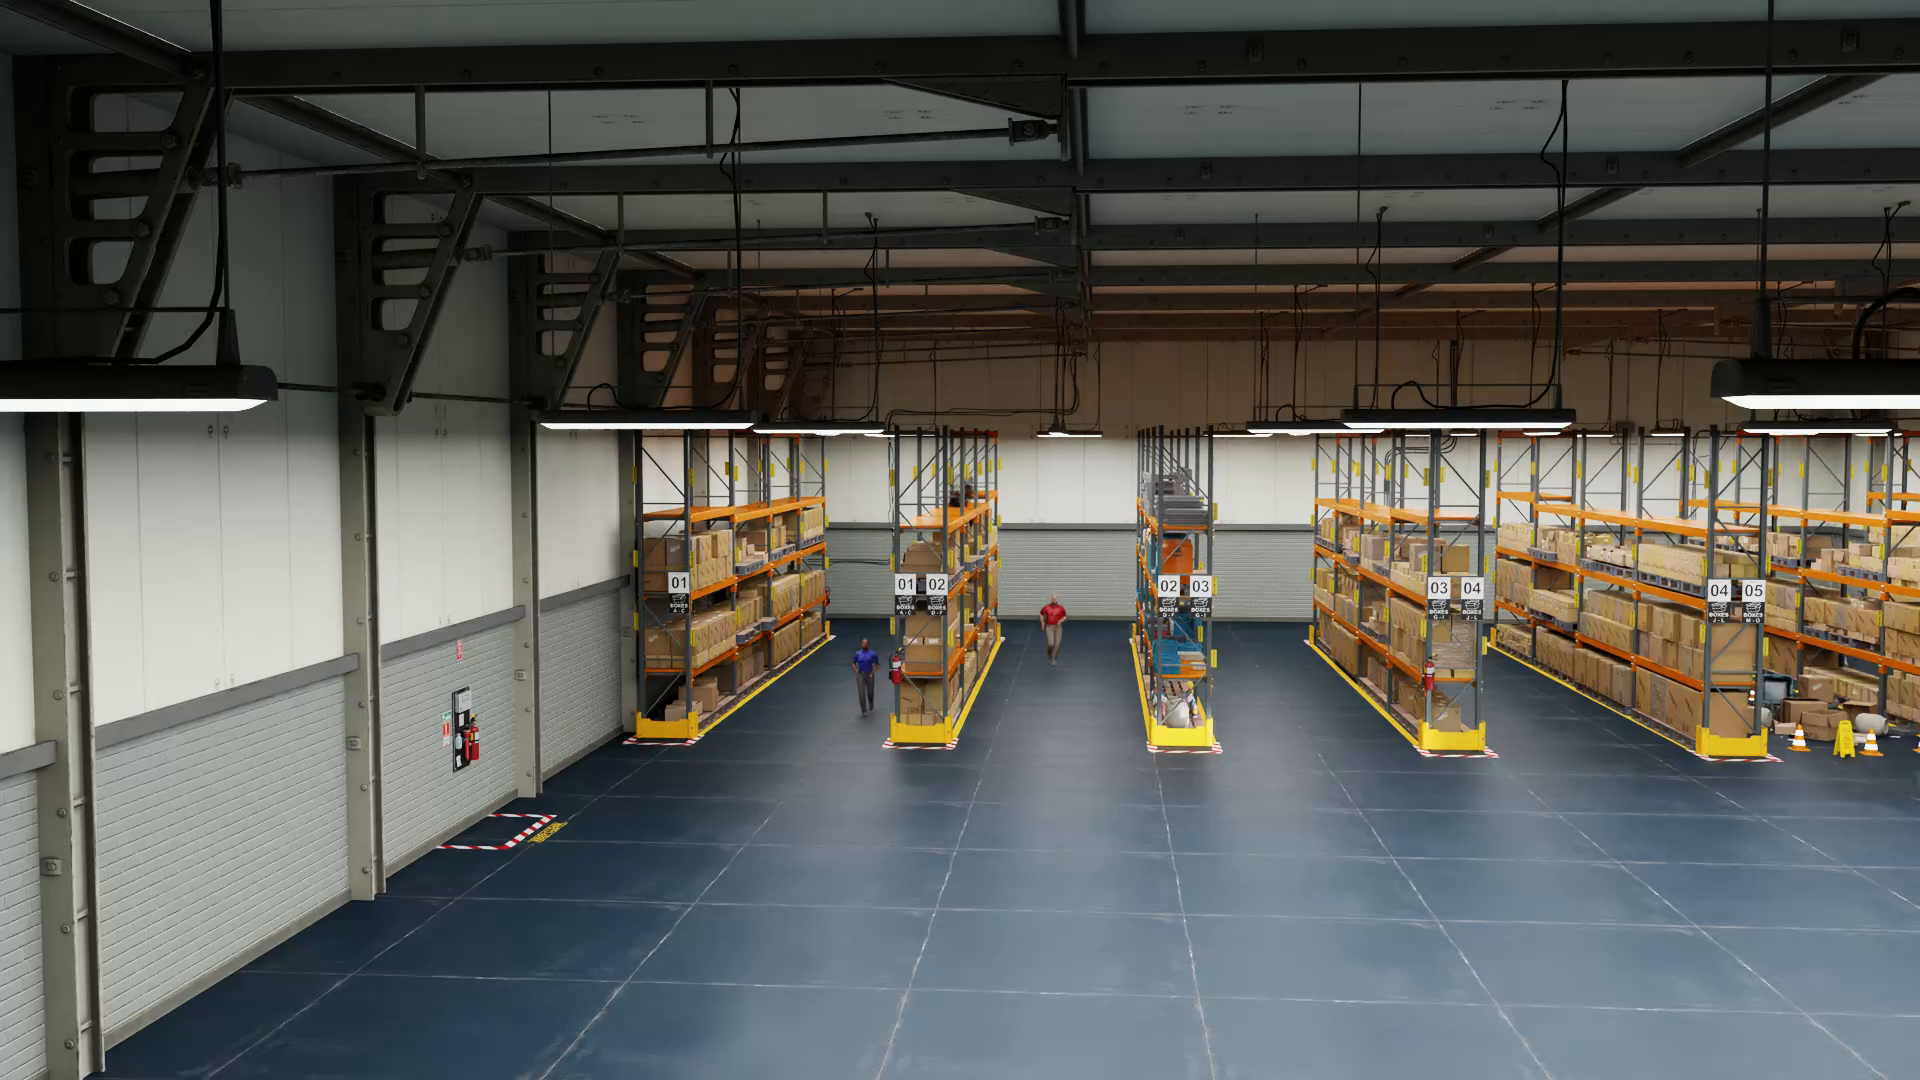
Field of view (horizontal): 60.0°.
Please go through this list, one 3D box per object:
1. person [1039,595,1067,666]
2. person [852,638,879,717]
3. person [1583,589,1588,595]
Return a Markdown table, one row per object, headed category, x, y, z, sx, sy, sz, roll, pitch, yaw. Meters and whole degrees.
| category | x | y | z | sx | sy | sz | roll | pitch | yaw |
| --- | --- | --- | --- | --- | --- | --- | --- | --- | --- |
| person | 2.267 | 2.186 | 40.092 | 0.651 | 1.721 | 0.602 | 0 | 3 | -6 |
| person | -1.971 | 2.843 | 34.528 | 0.575 | 1.604 | 0.549 | 0 | 3 | 1 |
| person | 16.795 | 2.181 | 44.577 | 0.664 | 1.729 | 0.725 | 0 | 3 | 0 |
